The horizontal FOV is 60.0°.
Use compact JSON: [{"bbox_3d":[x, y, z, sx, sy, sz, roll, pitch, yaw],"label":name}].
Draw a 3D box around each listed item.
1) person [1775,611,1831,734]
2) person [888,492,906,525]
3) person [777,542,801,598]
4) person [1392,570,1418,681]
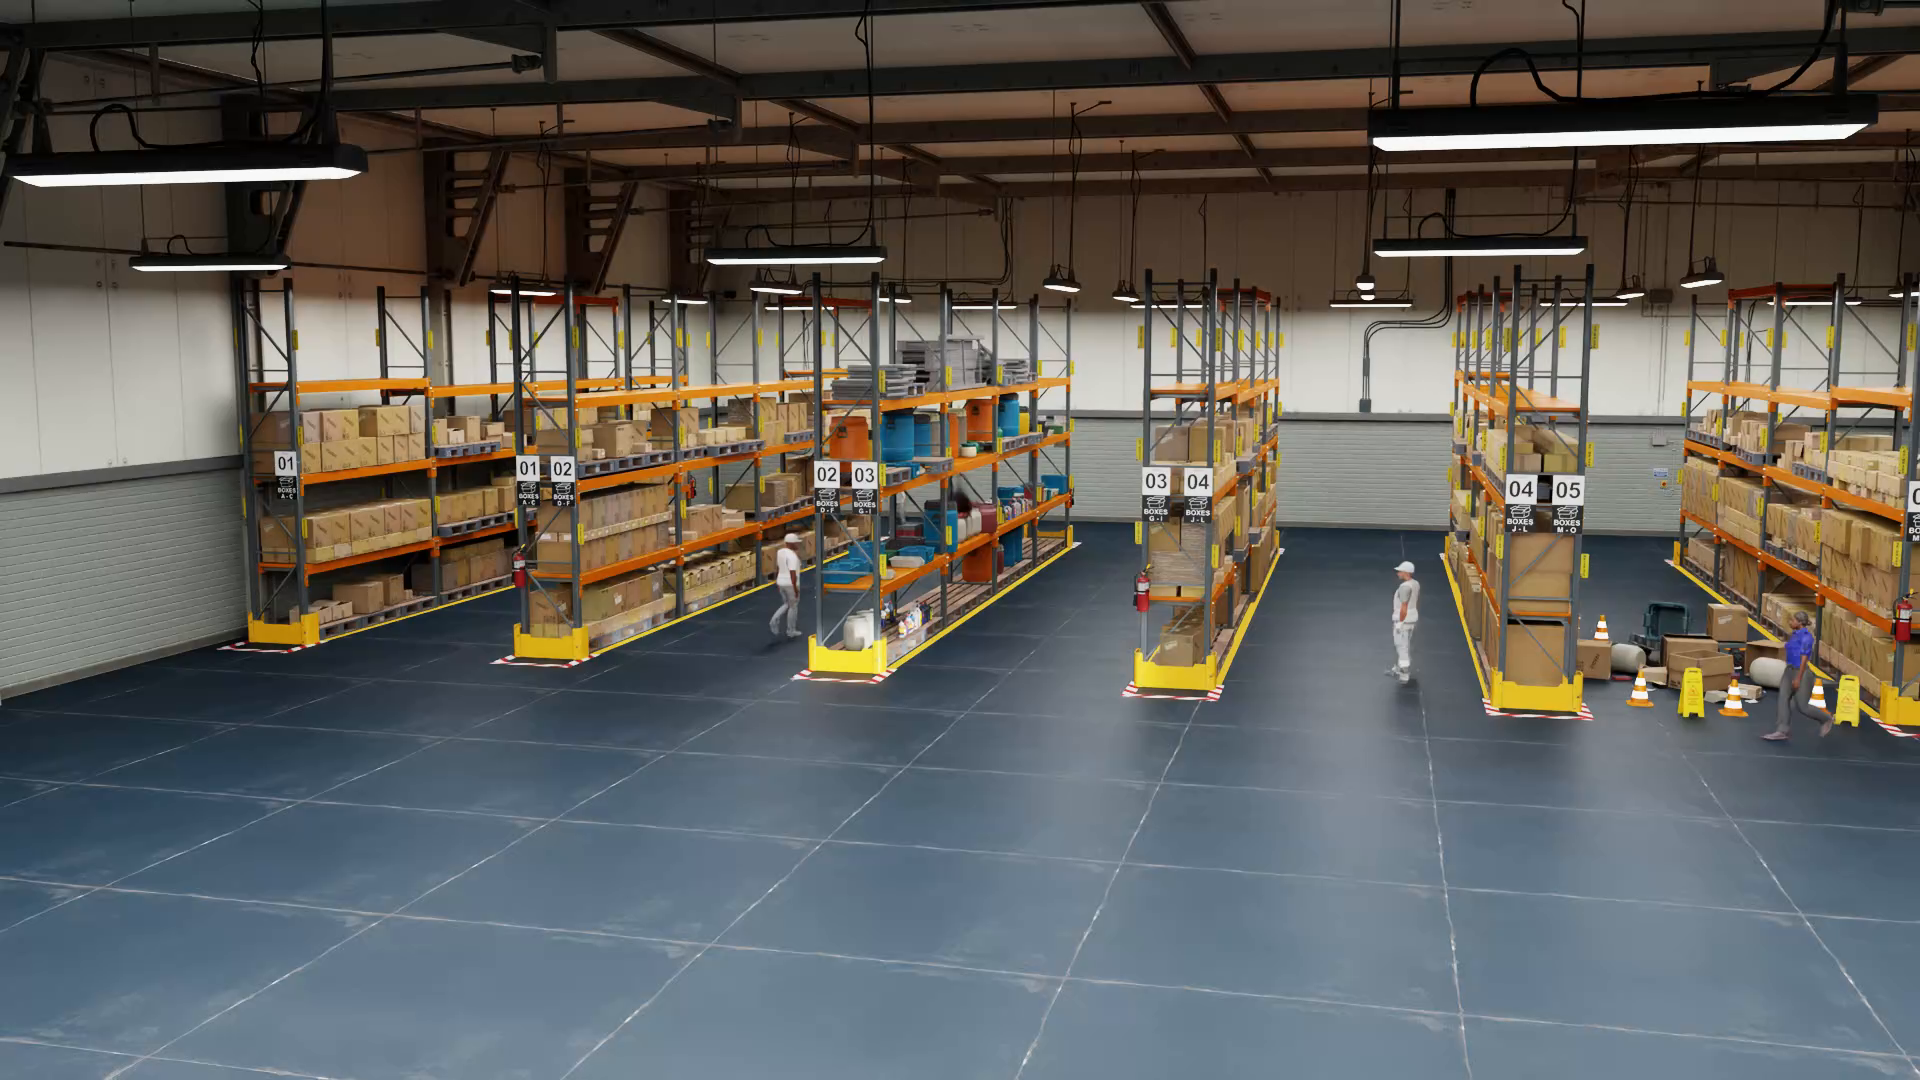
[{"bbox_3d":[10.563,1.669,20.790,0.579,1.584,0.408,-1,7,-9],"label":"person"},{"bbox_3d":[-1.622,-0.996,43.209,0.481,1.533,0.313,3,8,25],"label":"person"},{"bbox_3d":[-2.886,0.439,28.012,0.364,1.042,0.578,-6,9,-42],"label":"person"},{"bbox_3d":[6.516,1.194,24.459,0.538,1.684,0.479,-6,9,-43],"label":"person"}]
